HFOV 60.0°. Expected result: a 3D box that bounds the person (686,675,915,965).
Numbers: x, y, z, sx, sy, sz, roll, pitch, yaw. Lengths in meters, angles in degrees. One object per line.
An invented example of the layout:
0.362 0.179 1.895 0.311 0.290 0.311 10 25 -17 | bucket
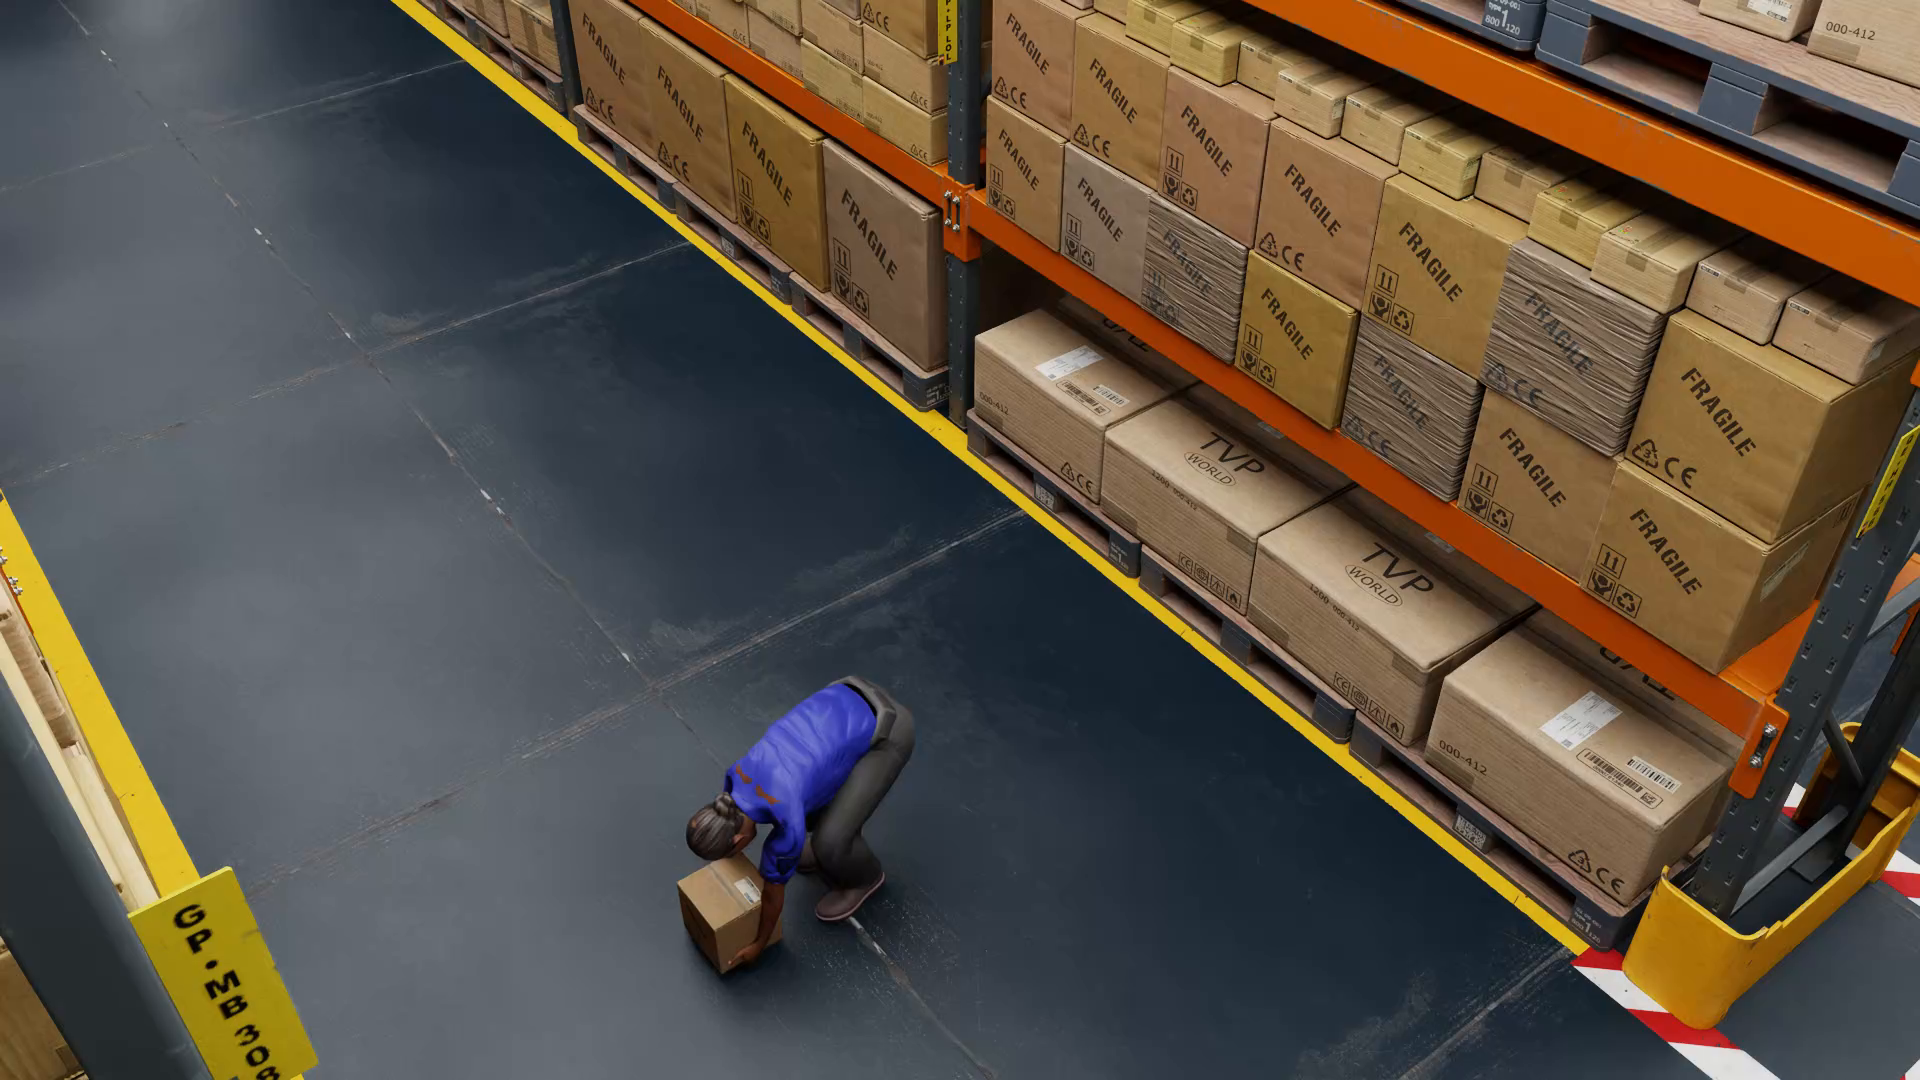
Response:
-0.540 0.949 5.675 0.866 0.851 0.453 -29 48 -29 | person
